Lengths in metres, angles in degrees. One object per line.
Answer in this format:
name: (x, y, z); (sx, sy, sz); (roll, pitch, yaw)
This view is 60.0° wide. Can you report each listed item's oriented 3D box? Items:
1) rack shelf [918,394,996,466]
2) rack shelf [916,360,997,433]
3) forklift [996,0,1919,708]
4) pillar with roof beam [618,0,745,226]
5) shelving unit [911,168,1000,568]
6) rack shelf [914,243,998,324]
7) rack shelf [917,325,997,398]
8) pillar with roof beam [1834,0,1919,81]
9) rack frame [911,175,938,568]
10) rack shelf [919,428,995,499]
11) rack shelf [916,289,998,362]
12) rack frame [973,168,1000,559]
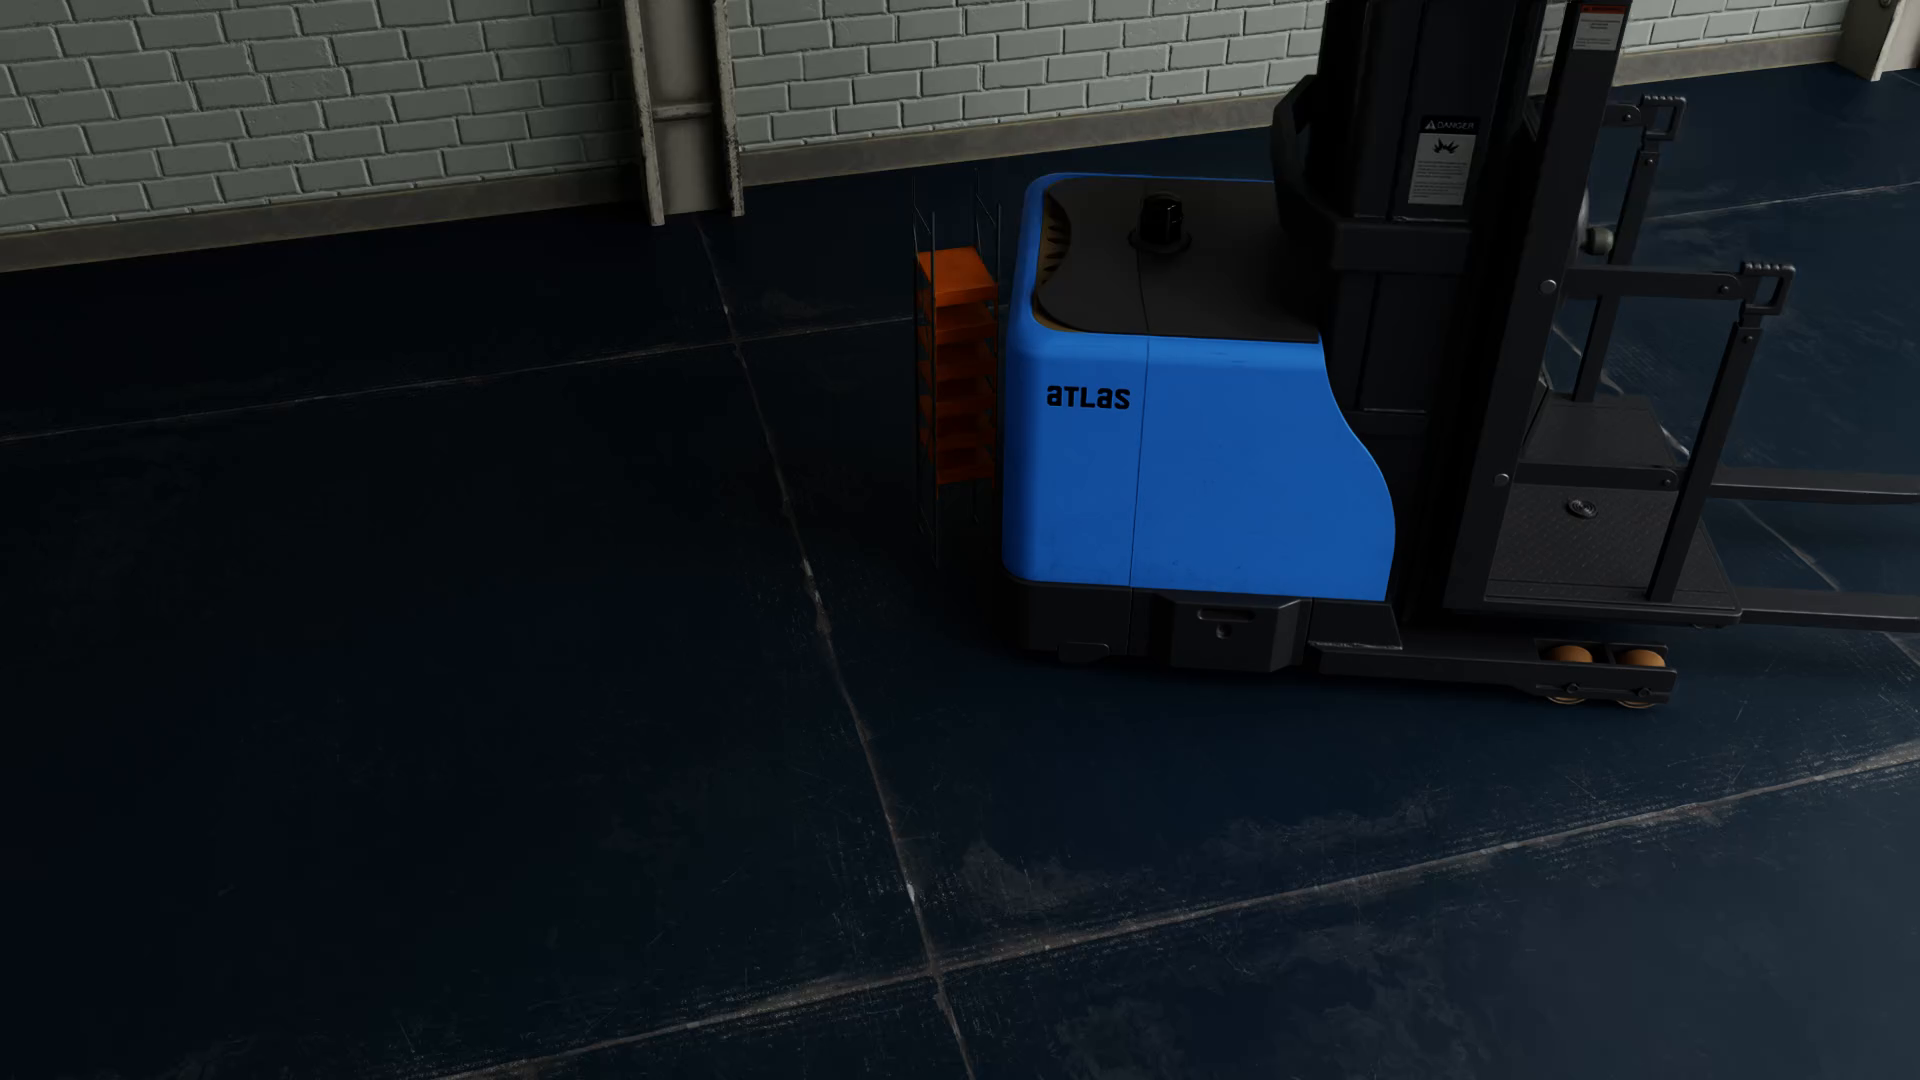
rack shelf: (-0.014, -0.344, 4.982); (0.180, 0.103, 0.258); (-9, 38, -12)
rack shelf: (-0.014, -0.439, 4.909); (0.180, 0.103, 0.258); (-9, 38, -12)
forklift: (1.651, -1.034, 4.190); (3.031, 2.935, 1.130); (3, 38, 4)
pillar with roof beam: (-0.023, -2.486, 1.093); (0.400, 9.000, 9.100); (-9, 38, -12)
shelving unit: (-0.014, -0.474, 4.882); (0.189, 1.200, 0.258); (-9, 38, -12)
rack shelf: (-0.014, -0.725, 4.691); (0.180, 0.103, 0.258); (-9, 38, -12)
rack shelf: (-0.014, -0.534, 4.837); (0.180, 0.103, 0.258); (-9, 38, -12)
pillar with roof beam: (5.770, -3.436, 2.336); (0.400, 9.000, 9.100); (-9, 38, -12)
rack frame: (-0.102, -0.460, 4.863); (0.006, 1.200, 0.240); (-9, 38, -12)
rack shelf: (-0.014, -0.248, 5.055); (0.180, 0.103, 0.258); (-9, 38, -12)
rack shelf: (-0.014, -0.630, 4.764); (0.180, 0.103, 0.258); (-9, 38, -12)
rack frame: (0.074, -0.489, 4.901); (0.006, 1.200, 0.240); (-9, 38, -12)
